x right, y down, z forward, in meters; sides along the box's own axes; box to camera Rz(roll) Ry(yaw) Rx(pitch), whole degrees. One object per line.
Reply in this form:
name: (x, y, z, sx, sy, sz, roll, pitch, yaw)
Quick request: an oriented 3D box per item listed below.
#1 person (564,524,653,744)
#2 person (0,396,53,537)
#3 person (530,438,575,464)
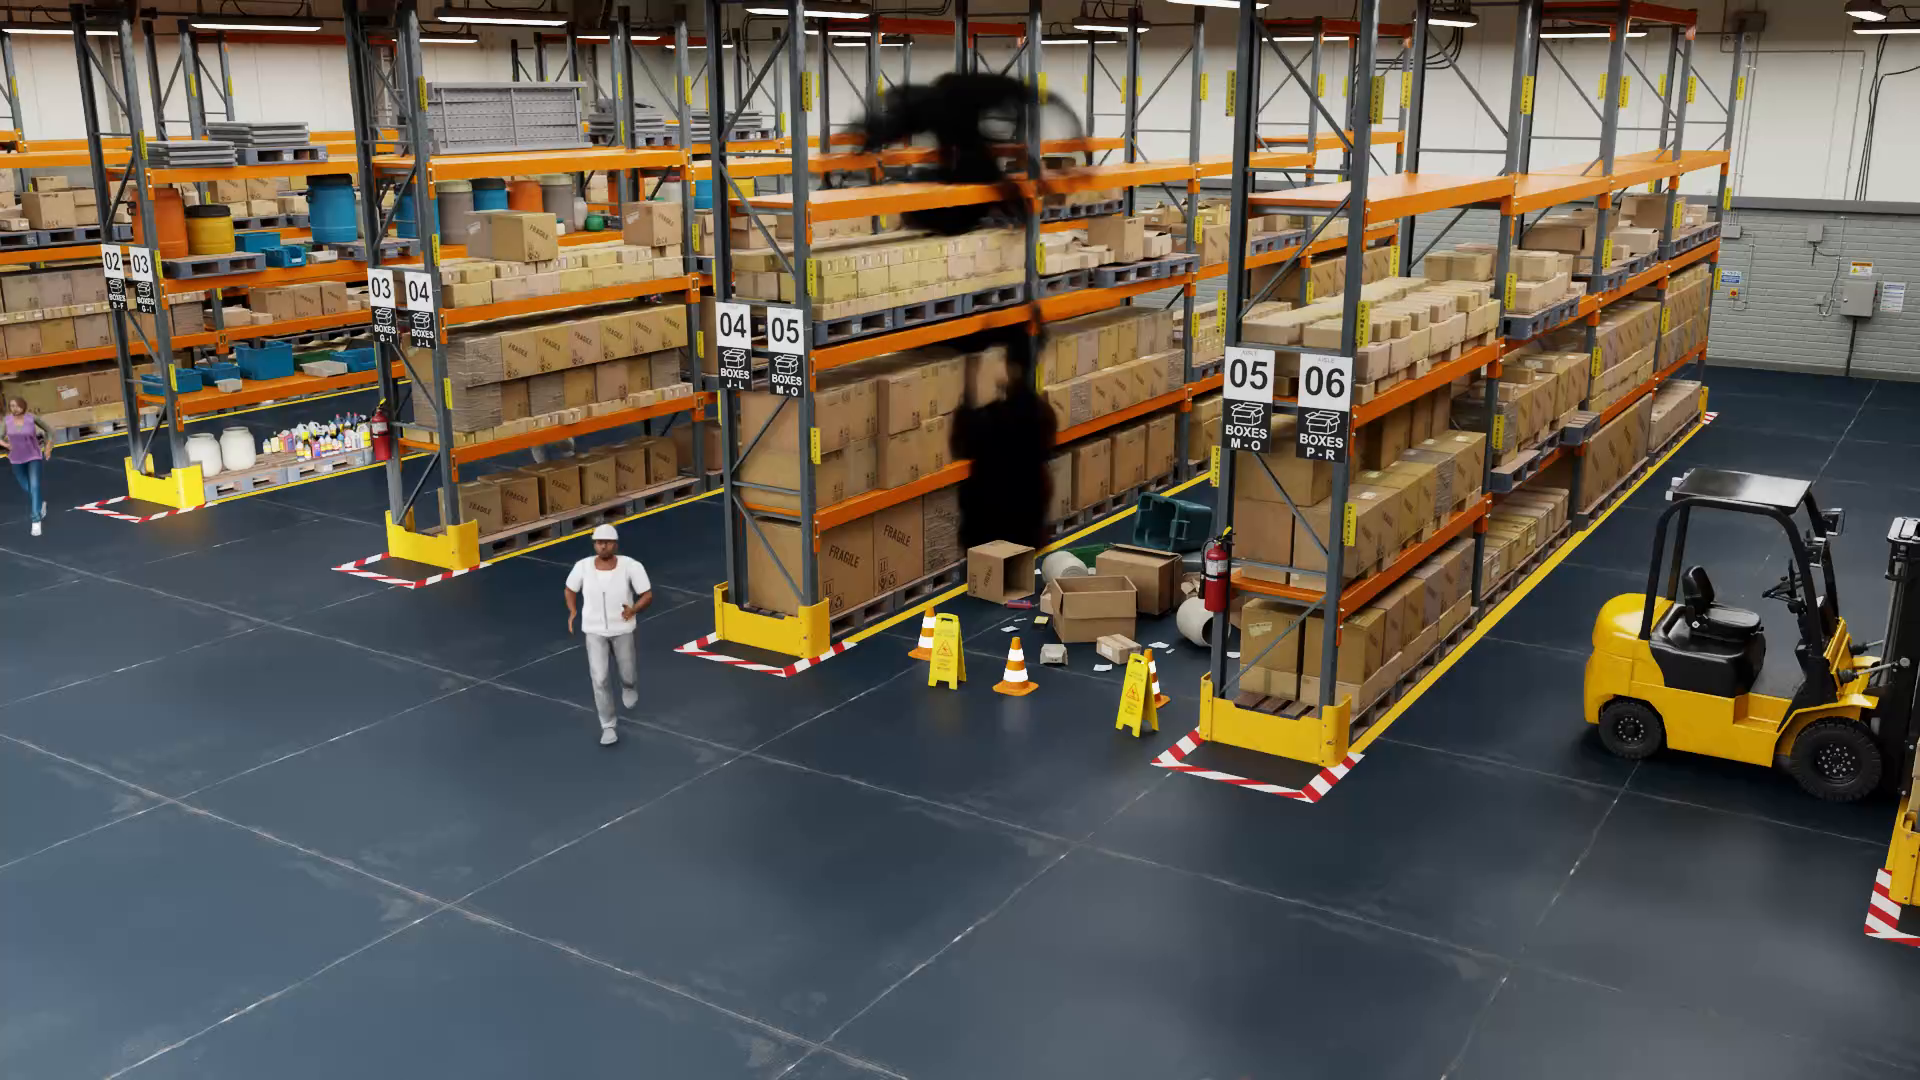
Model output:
person: (-2.827, 0.716, 13.415, 0.714, 1.738, 0.838, -2, 16, -6)
person: (-10.963, -0.914, 19.547, 0.576, 1.610, 0.850, -4, 16, -15)
person: (-5.536, -1.746, 22.255, 0.715, 1.735, 0.826, 6, 17, 22)
